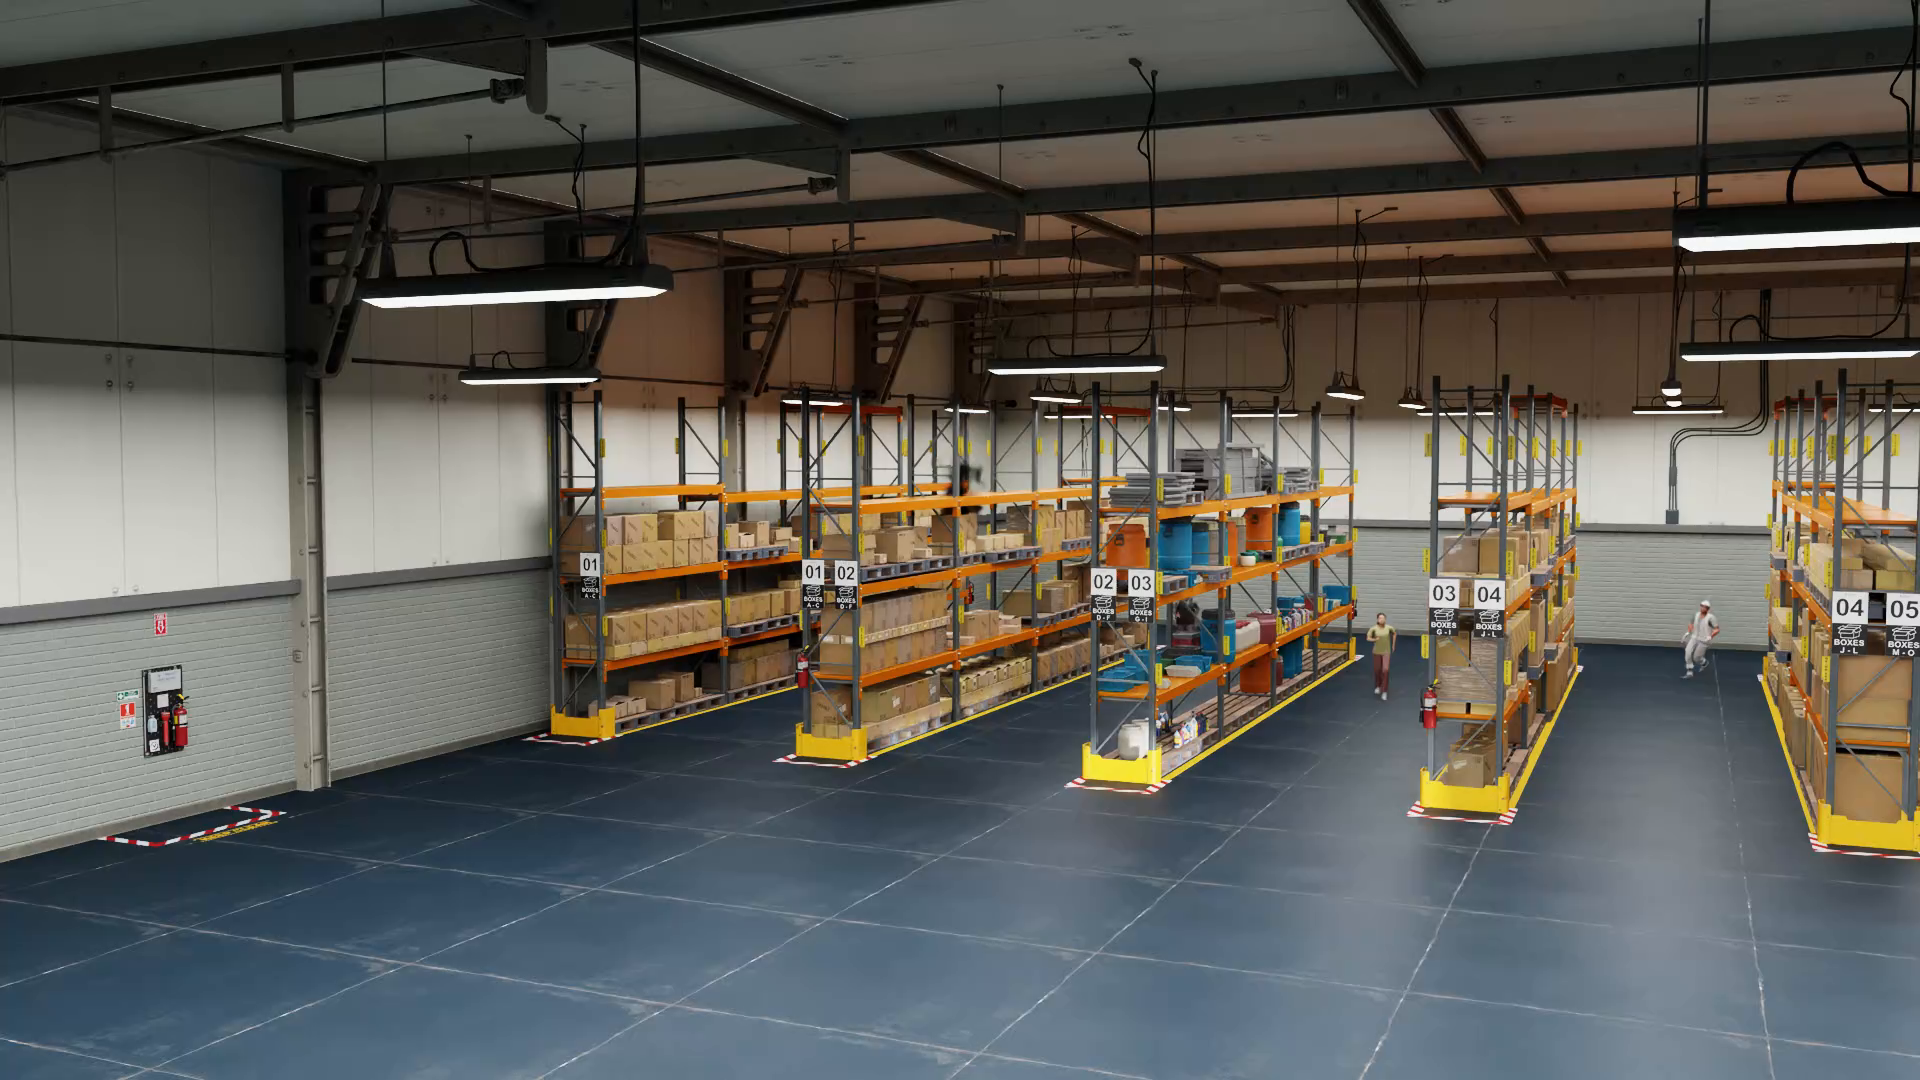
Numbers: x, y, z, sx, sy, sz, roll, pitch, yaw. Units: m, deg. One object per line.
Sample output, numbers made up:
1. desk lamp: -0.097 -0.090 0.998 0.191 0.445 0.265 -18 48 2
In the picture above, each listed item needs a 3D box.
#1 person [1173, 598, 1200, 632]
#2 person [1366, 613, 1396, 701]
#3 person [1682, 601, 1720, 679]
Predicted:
1. person: 5.269 1.983 38.901 0.666 1.699 0.953 0 3 9
2. person: 8.449 2.314 33.384 0.576 1.712 0.831 1 3 15
3. person: 16.032 2.163 35.925 0.640 1.720 0.701 -2 4 -32
